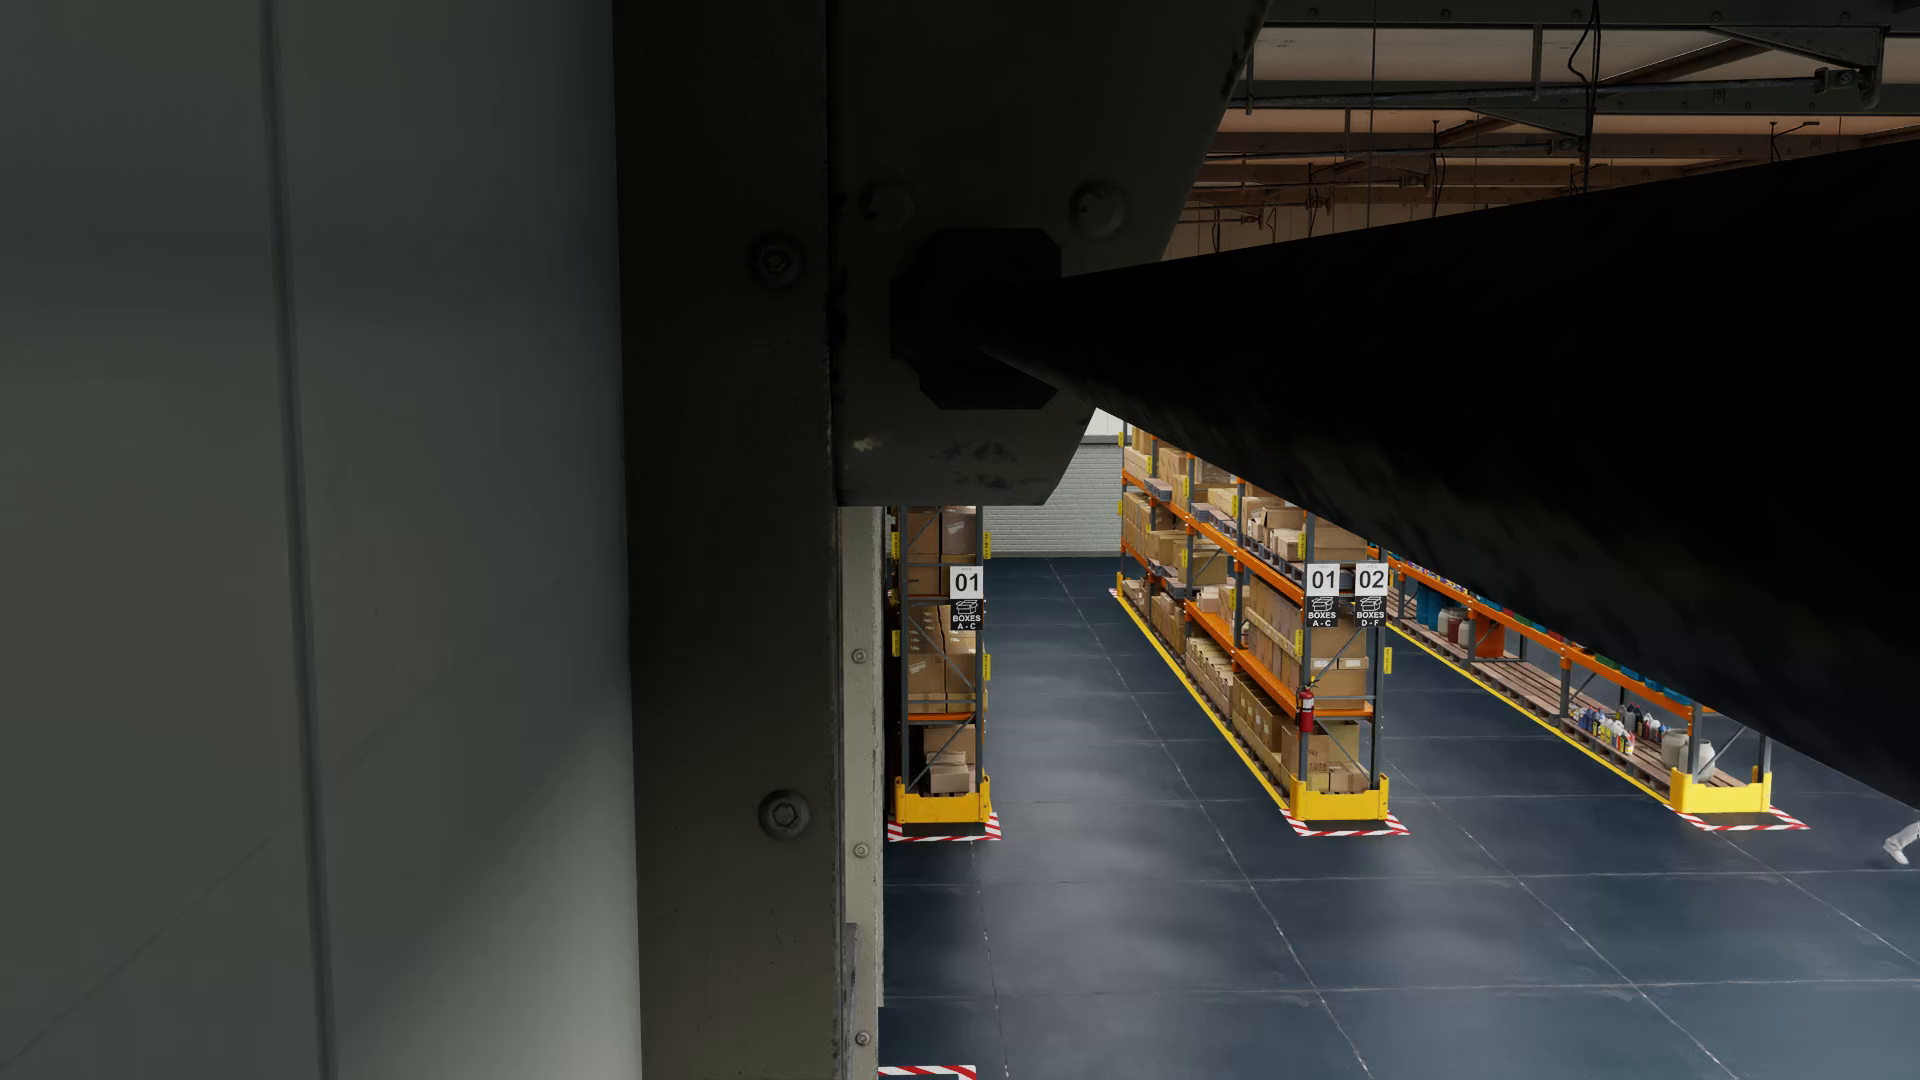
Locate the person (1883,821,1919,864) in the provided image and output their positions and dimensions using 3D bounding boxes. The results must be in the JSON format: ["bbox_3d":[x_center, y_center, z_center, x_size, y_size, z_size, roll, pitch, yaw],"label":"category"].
[{"bbox_3d":[10.950,2.845,18.653,0.939,1.812,0.664,5,10,34],"label":"person"}]
